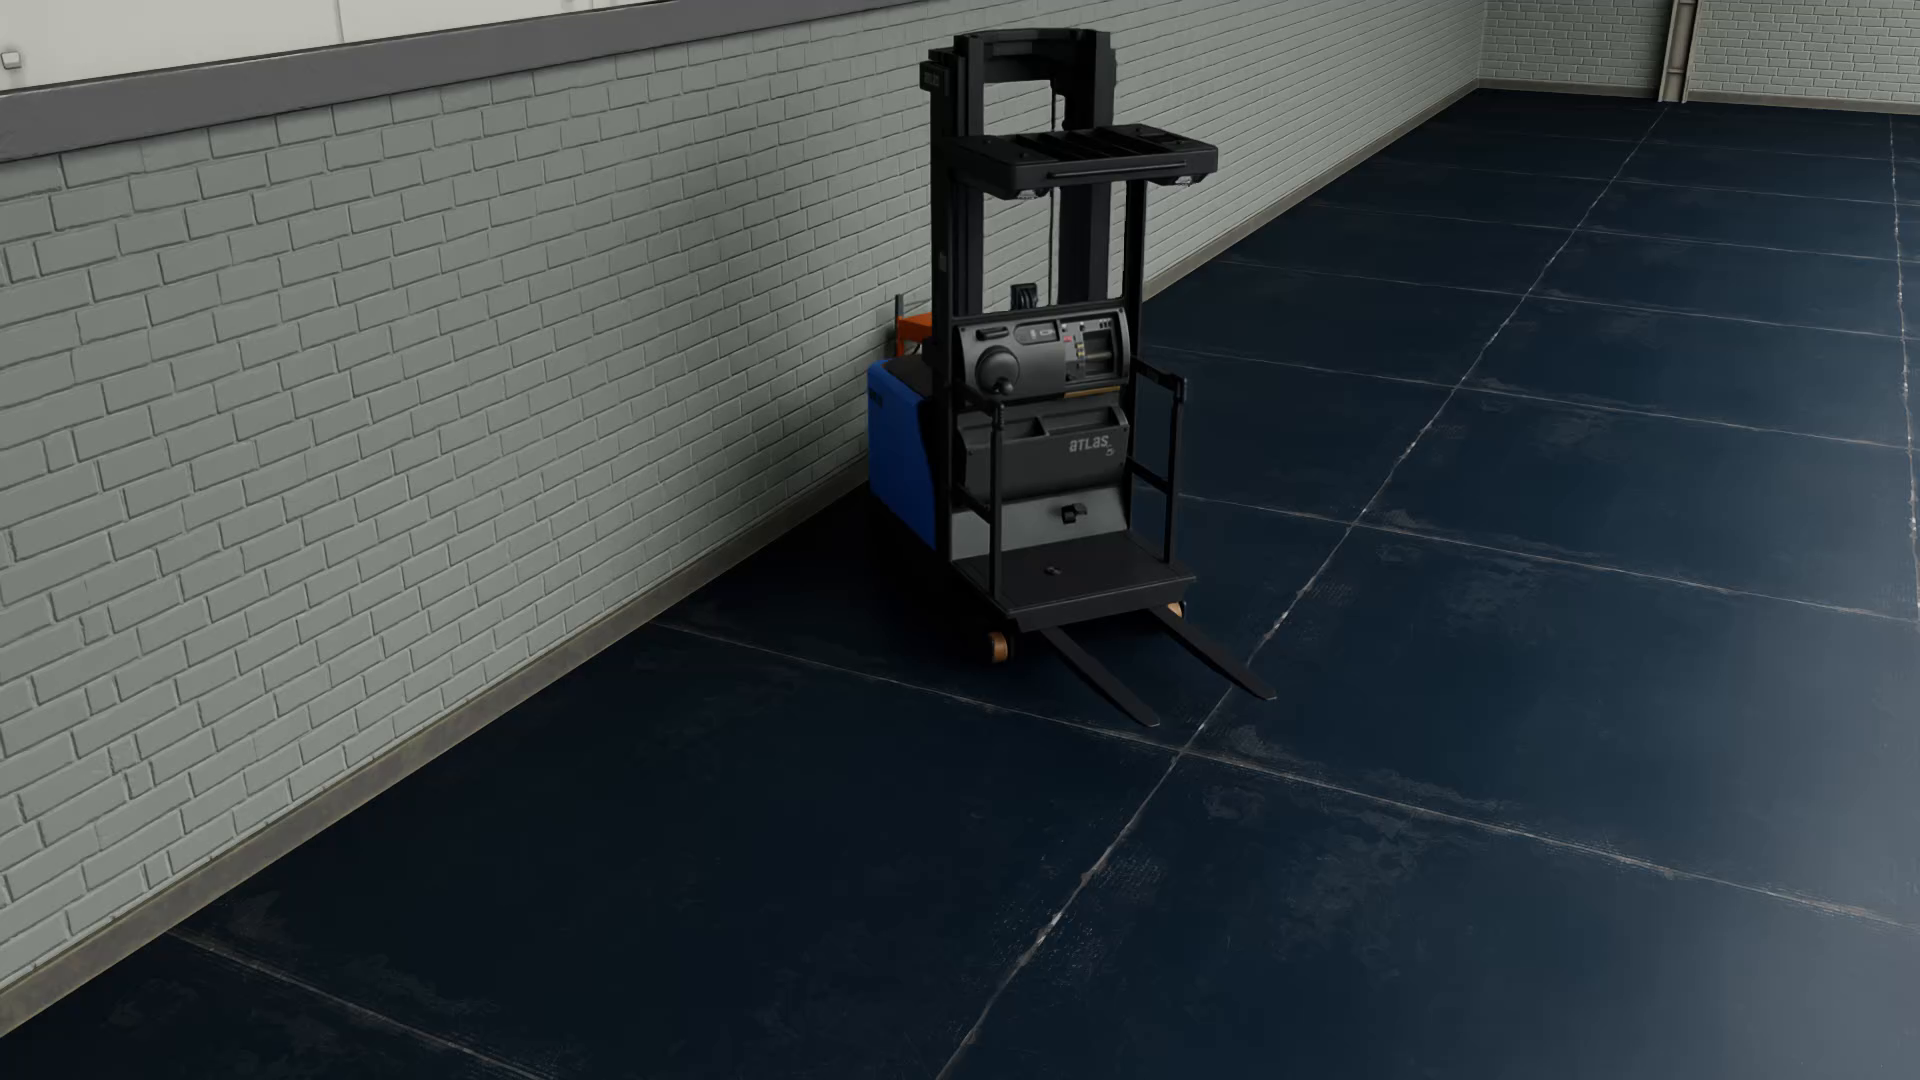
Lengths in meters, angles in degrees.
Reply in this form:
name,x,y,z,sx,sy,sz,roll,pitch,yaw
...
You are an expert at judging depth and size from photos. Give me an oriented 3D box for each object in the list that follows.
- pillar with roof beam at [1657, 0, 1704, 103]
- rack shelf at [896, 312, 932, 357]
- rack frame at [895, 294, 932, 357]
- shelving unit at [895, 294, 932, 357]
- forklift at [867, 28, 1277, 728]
name,x,y,z,sx,sy,sz,roll,pitch,yaw
pillar with roof beam,9.075,-9.431,20.428,0.400,9.000,9.100,11,25,25
rack shelf,0.141,-1.220,10.410,1.000,0.278,0.538,20,28,38
rack frame,-0.242,-1.082,10.833,0.032,1.125,0.500,20,28,38
shelving unit,0.135,-0.948,10.519,1.048,1.125,0.538,20,28,38
forklift,0.517,-0.921,8.171,1.130,2.935,3.031,-10,25,-22
